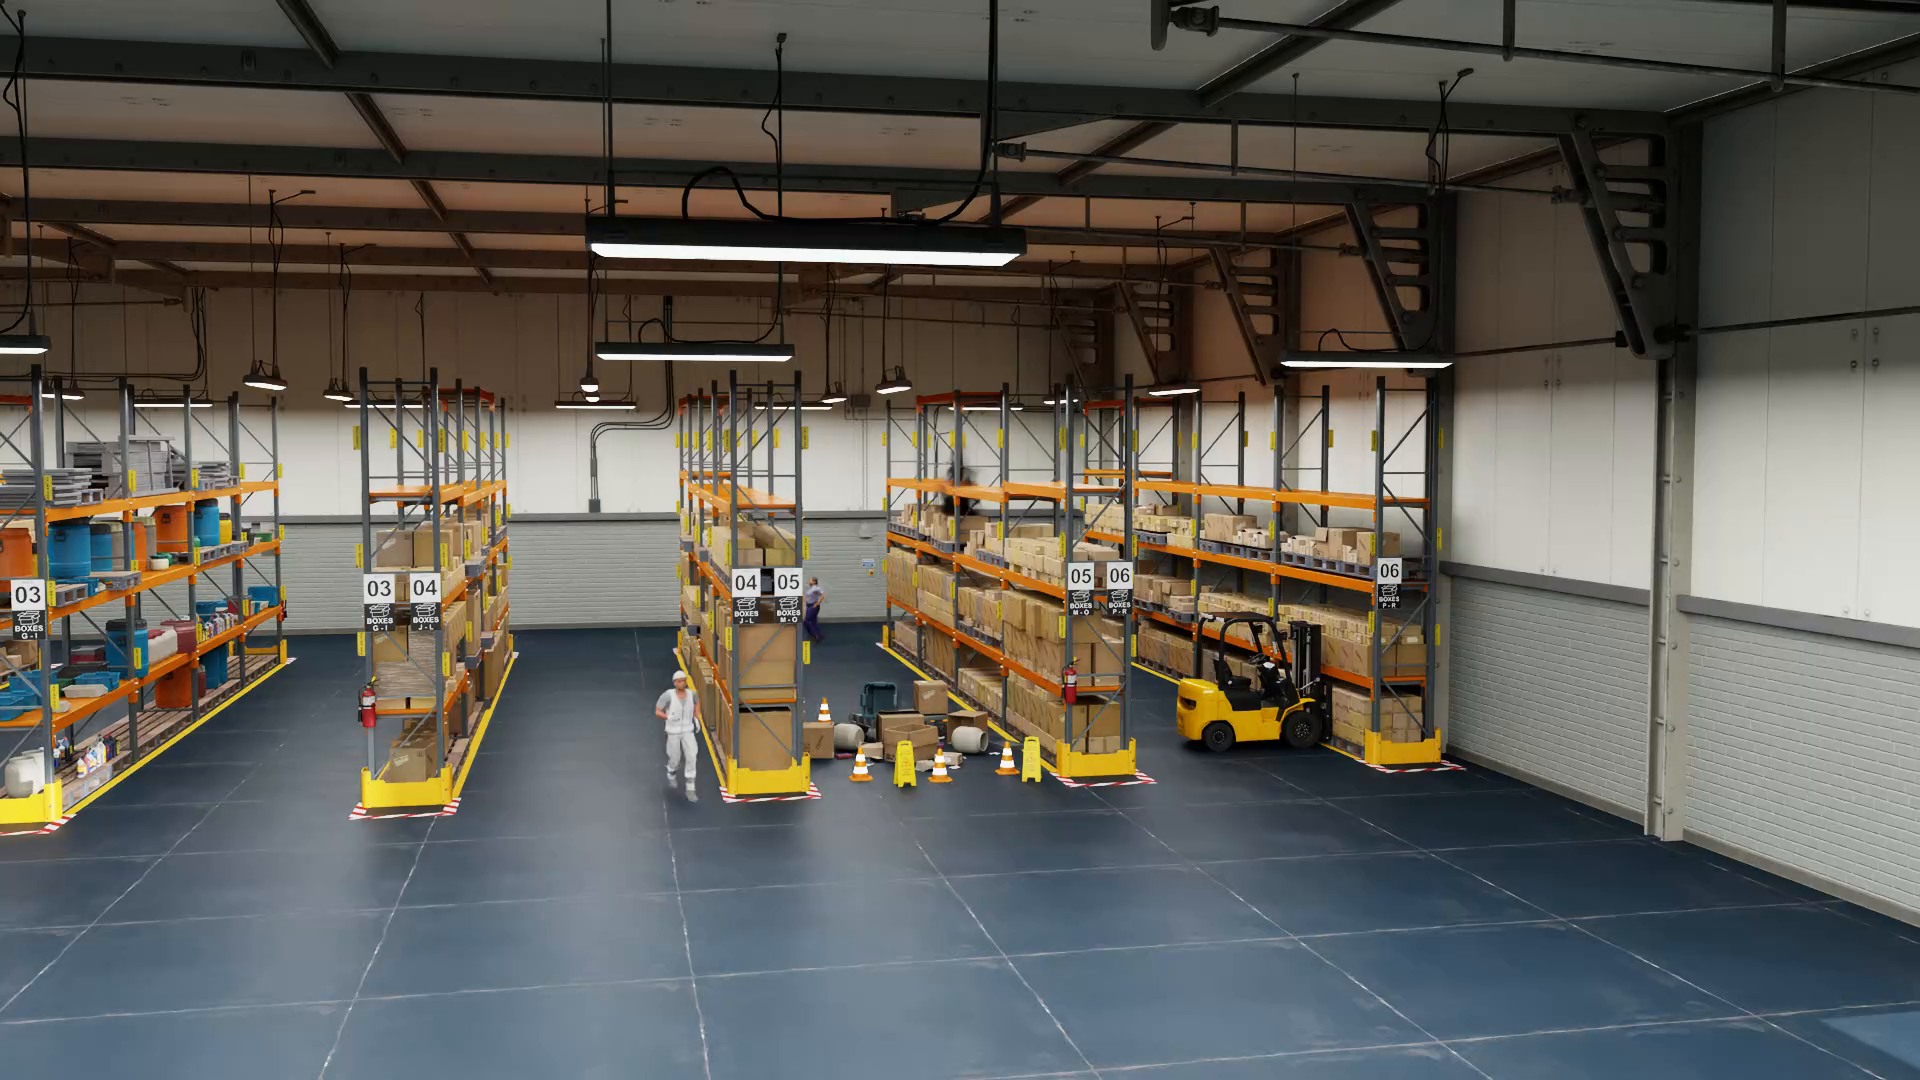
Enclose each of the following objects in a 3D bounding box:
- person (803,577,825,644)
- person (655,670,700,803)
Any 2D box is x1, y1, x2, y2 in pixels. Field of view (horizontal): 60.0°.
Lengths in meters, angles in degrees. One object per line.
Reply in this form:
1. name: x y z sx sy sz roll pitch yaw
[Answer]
1. person: -3.665 1.742 41.209 0.671 1.676 0.587 -1 4 -16
2. person: -3.942 2.720 23.351 0.688 1.799 0.963 -1 4 -24
